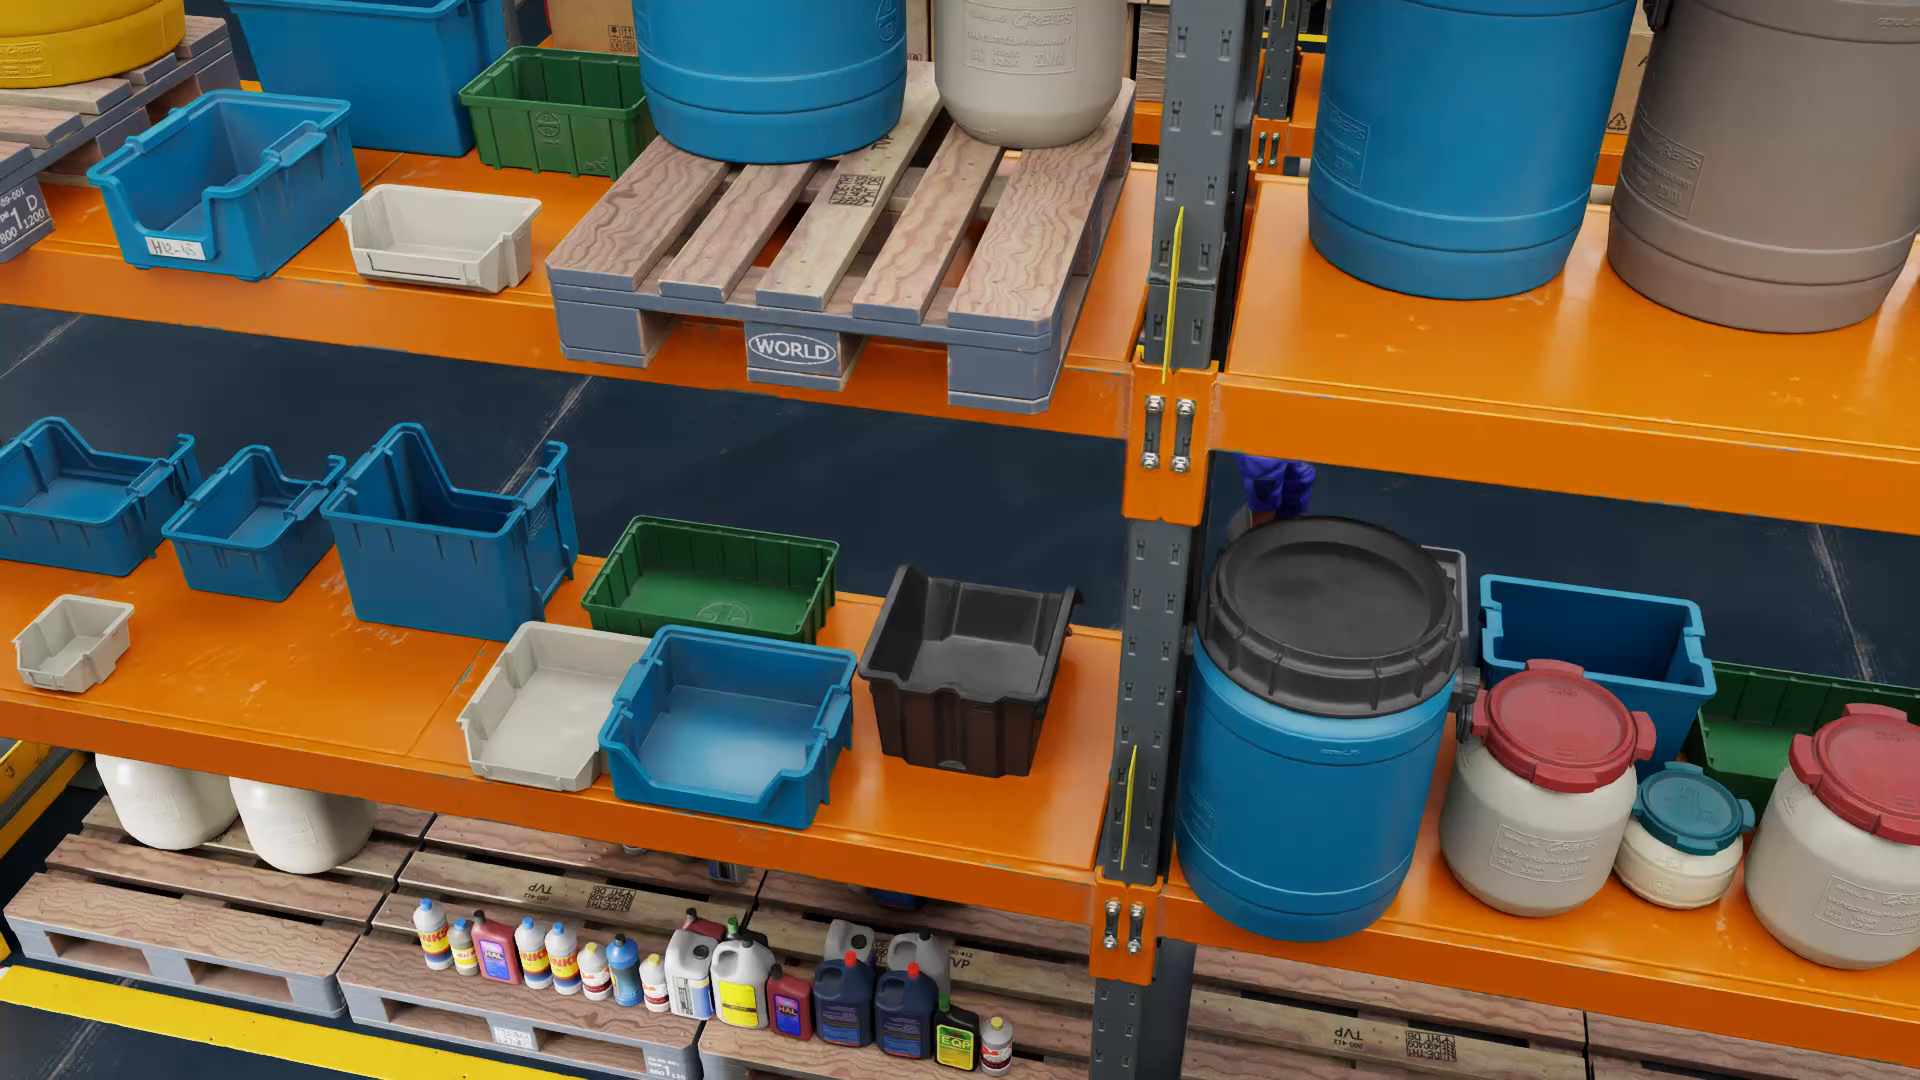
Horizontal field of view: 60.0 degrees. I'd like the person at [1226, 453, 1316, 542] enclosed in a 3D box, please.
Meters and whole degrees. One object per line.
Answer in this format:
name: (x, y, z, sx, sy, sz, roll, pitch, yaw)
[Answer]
person: (1.152, 0.037, 6.064, 0.537, 1.656, 0.491, 5, 37, 6)
